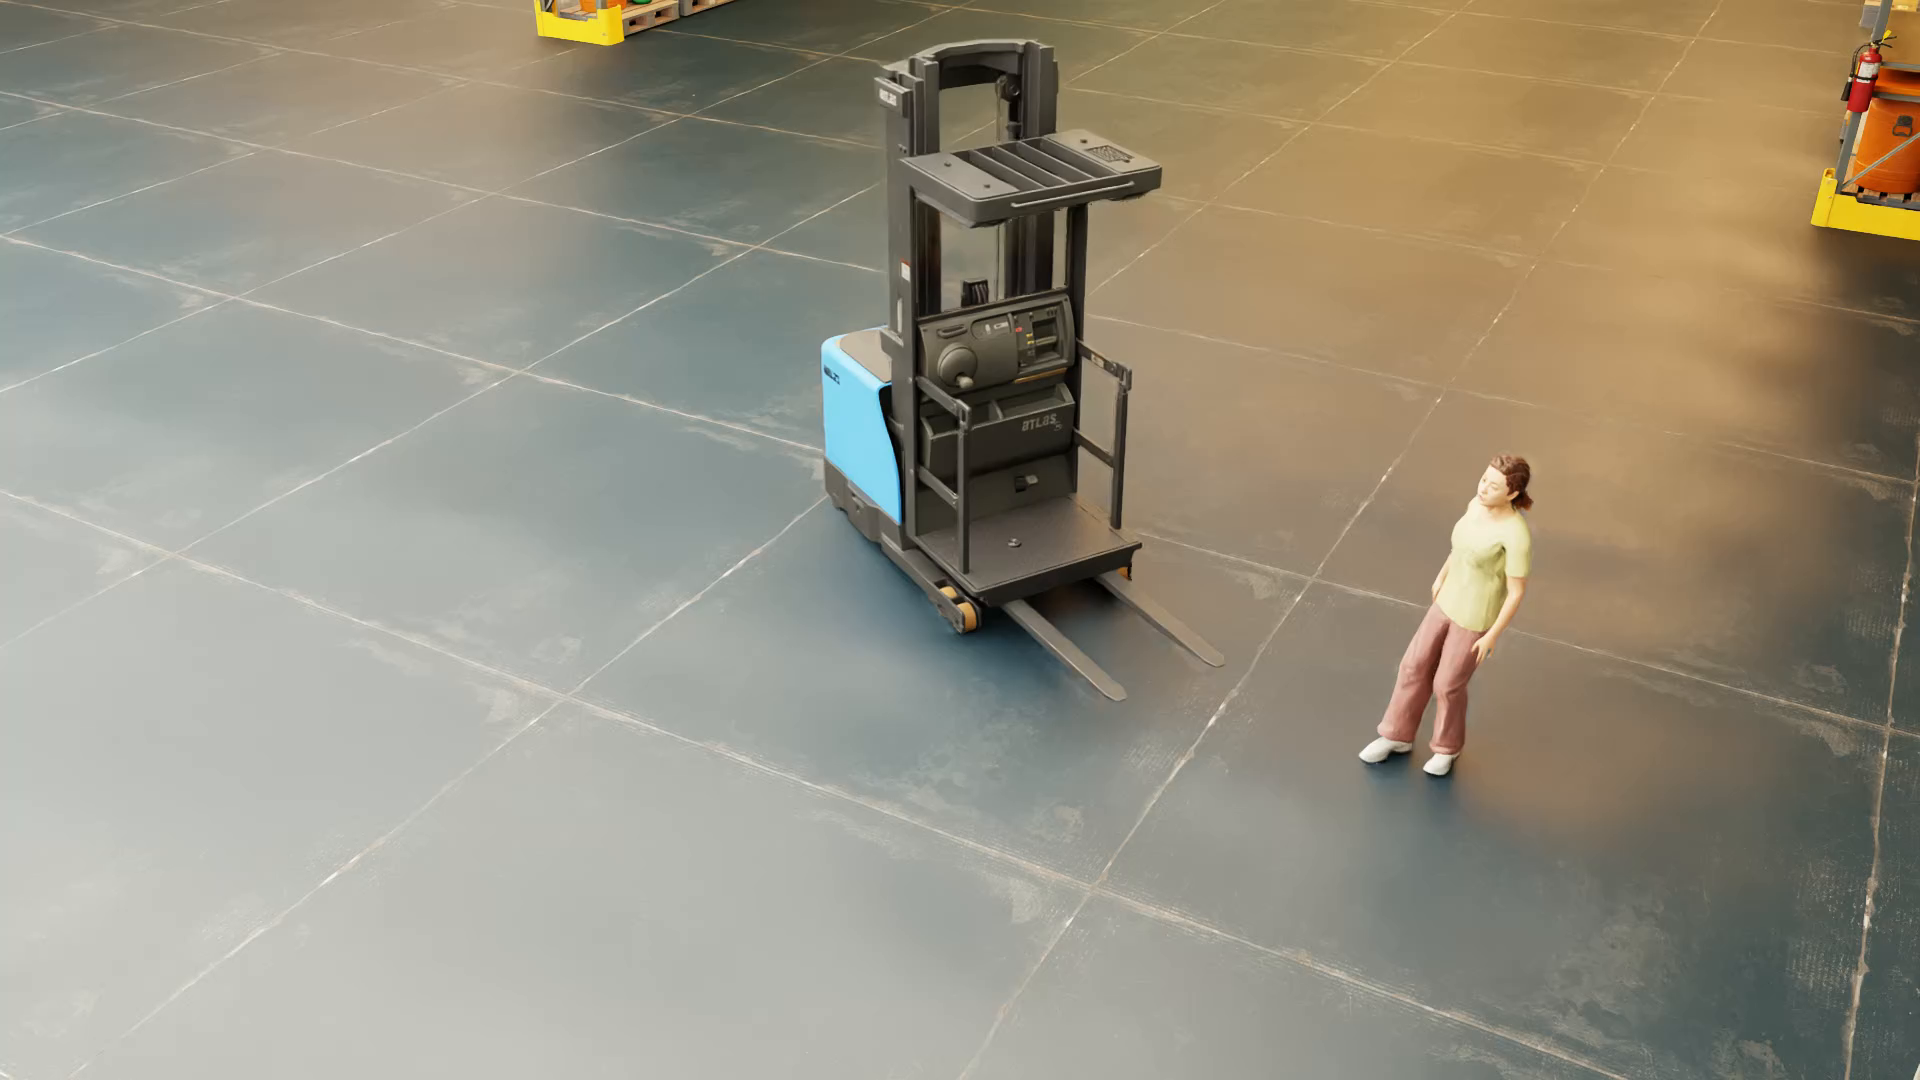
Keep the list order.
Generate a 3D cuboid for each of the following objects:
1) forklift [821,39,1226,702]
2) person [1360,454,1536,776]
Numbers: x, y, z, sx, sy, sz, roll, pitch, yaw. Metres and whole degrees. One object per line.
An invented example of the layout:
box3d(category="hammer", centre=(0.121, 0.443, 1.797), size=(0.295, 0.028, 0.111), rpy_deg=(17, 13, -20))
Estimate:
box3d(category="forklift", centre=(0.317, -1.022, 8.841), size=(1.130, 2.935, 3.031), rpy_deg=(-16, 34, -25))
box3d(category="person", centre=(2.268, 0.361, 7.720), size=(0.620, 1.668, 0.557), rpy_deg=(-8, 31, -13))
